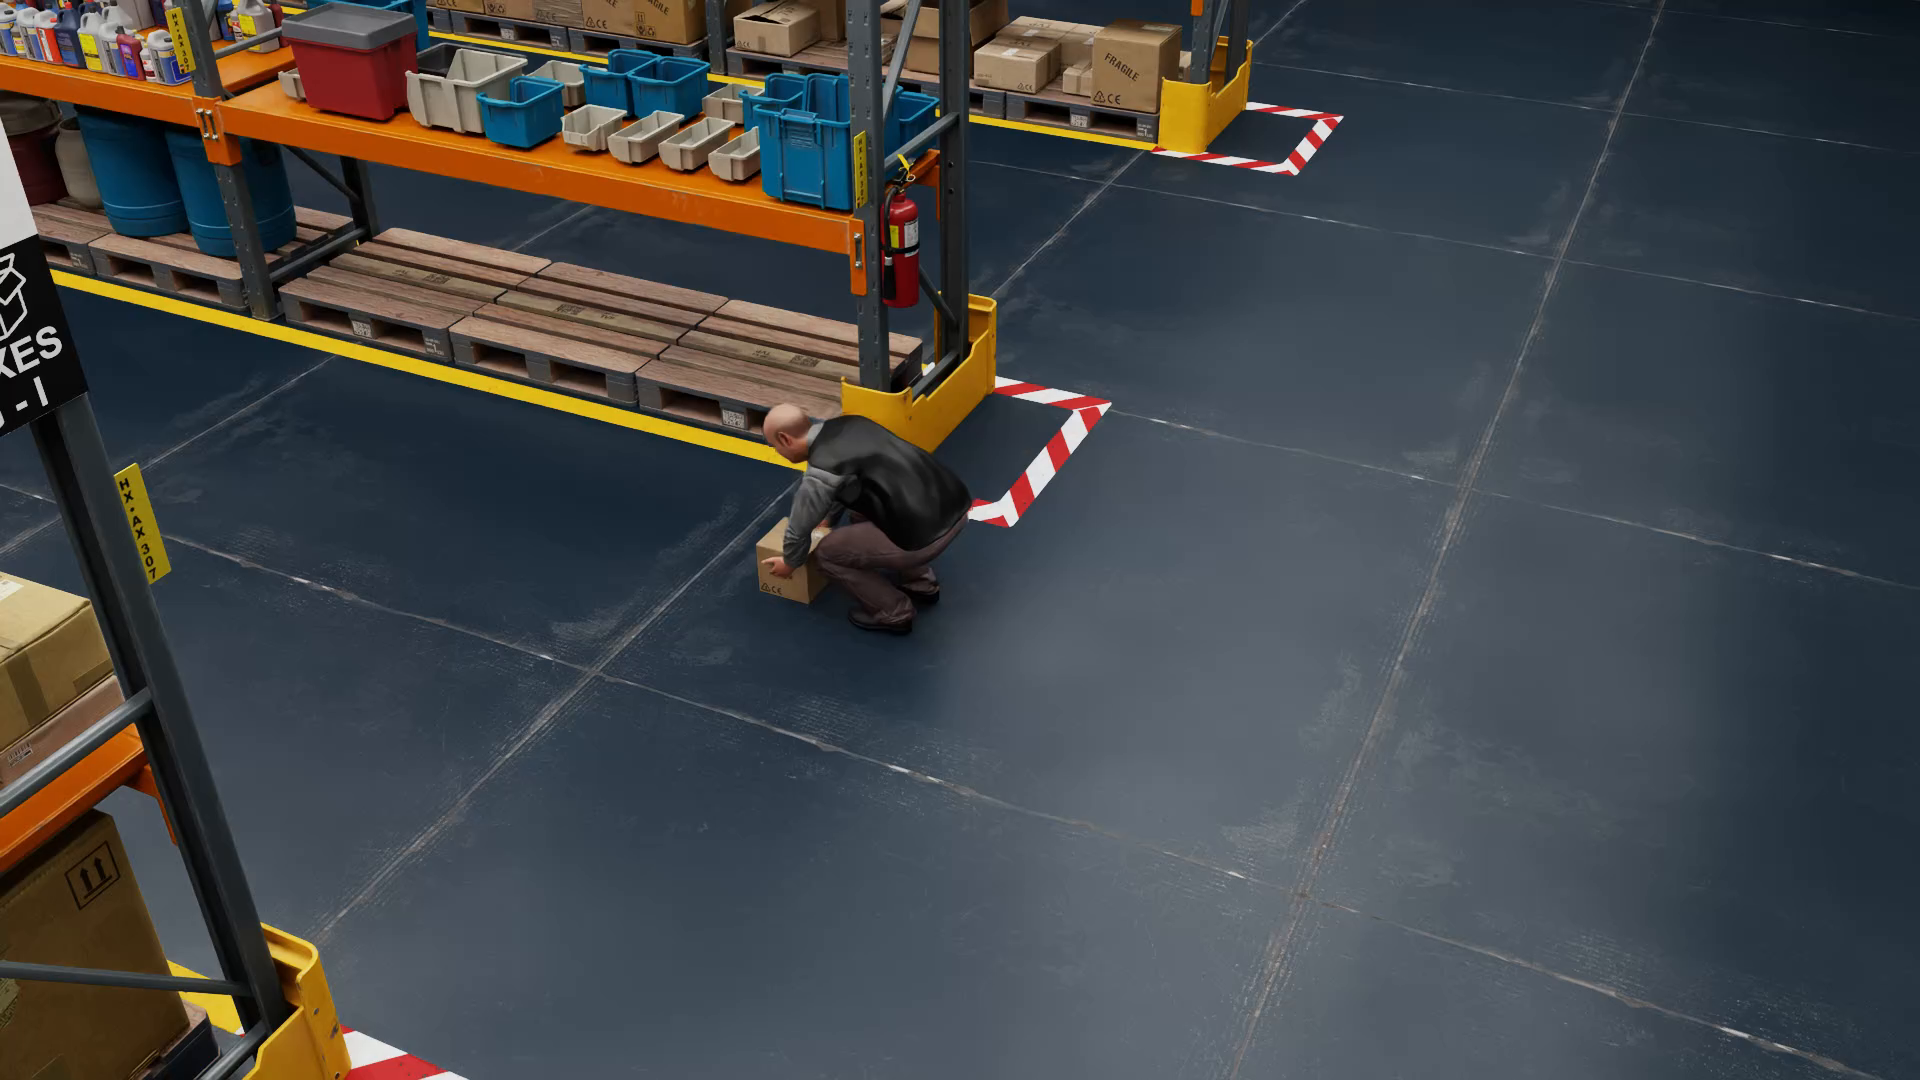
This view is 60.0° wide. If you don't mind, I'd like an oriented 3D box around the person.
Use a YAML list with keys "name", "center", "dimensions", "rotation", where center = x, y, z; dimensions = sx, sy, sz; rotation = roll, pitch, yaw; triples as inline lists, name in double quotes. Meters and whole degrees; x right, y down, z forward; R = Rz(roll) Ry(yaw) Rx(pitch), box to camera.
- name: "person"
  center: [-0.403, -0.101, 7.028]
  dimensions: [0.869, 0.942, 0.544]
  rotation: [14, 36, 20]
